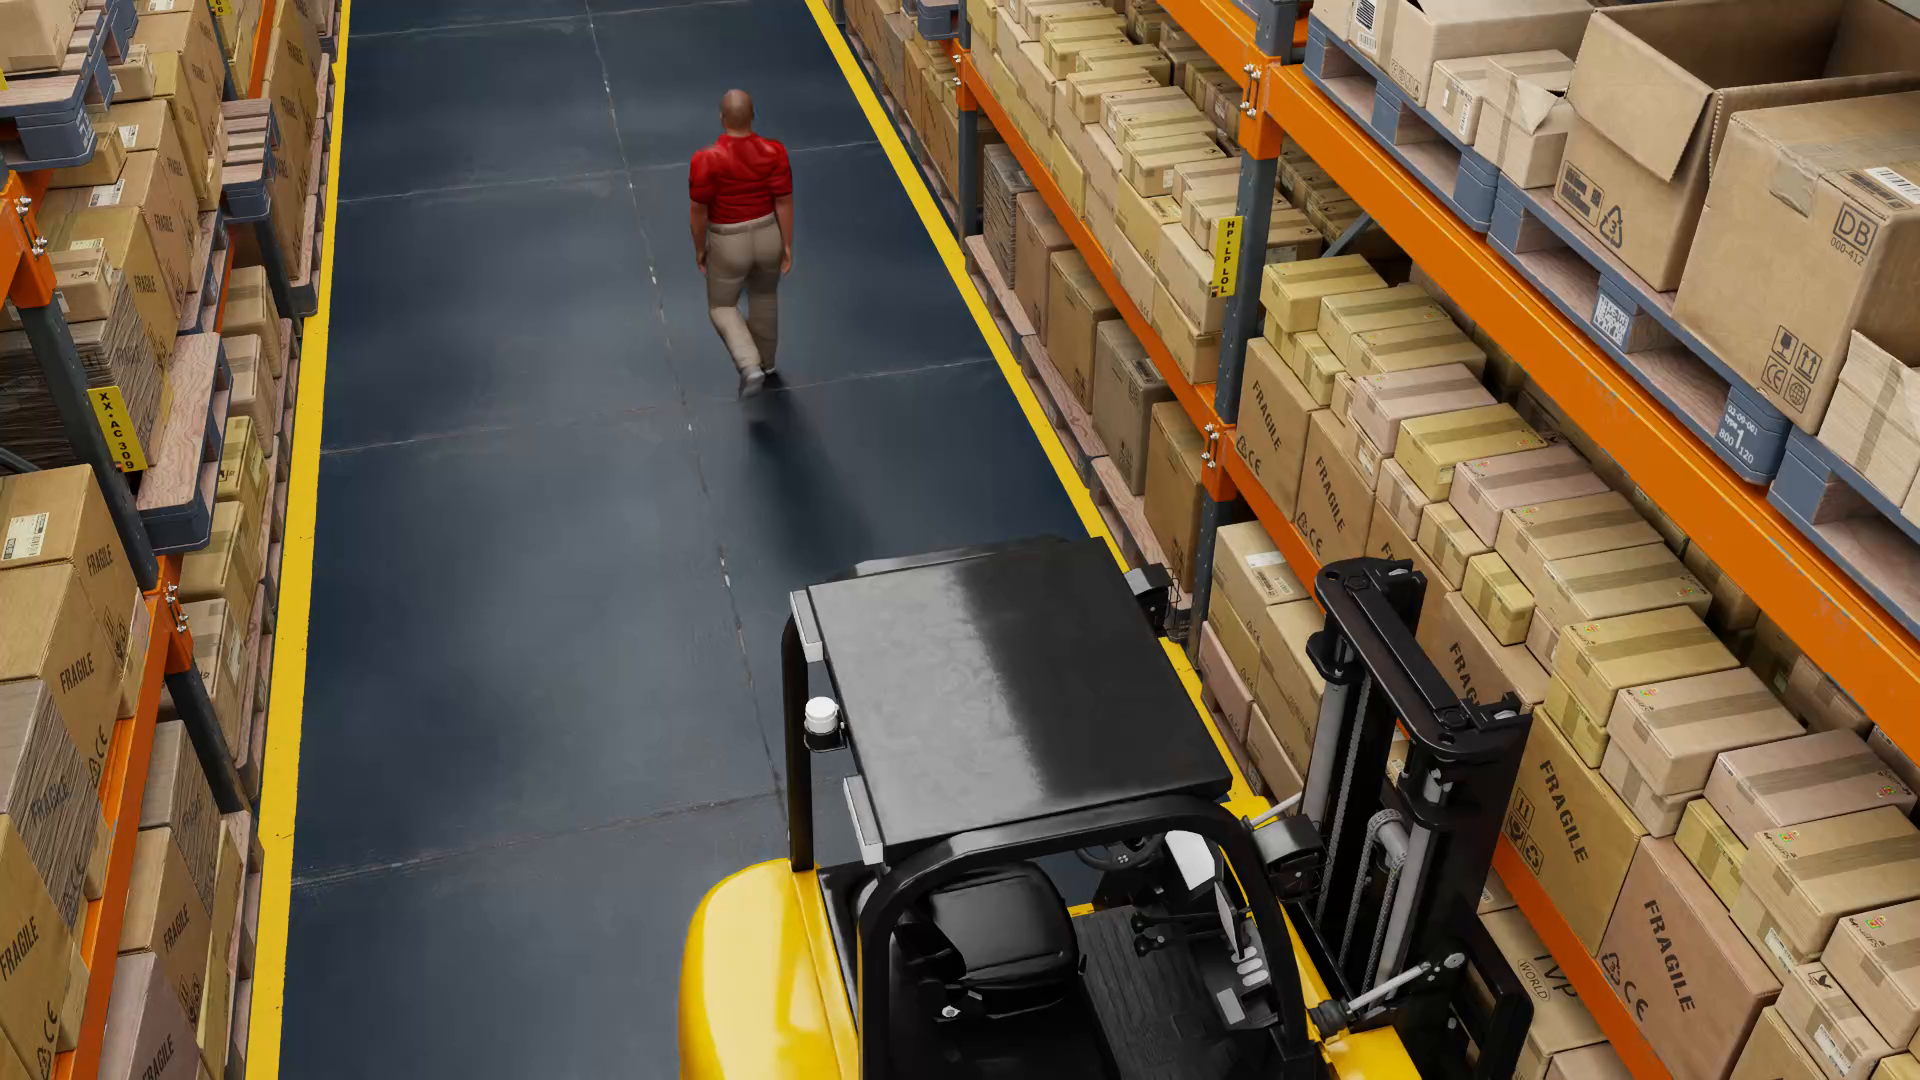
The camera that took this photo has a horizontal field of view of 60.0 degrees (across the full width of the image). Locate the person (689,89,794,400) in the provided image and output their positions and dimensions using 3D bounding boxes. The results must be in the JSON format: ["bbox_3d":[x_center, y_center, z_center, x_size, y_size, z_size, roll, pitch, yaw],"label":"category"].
[{"bbox_3d":[-1.127,-1.536,8.680,0.535,1.697,0.757,-14,40,-17],"label":"person"}]
